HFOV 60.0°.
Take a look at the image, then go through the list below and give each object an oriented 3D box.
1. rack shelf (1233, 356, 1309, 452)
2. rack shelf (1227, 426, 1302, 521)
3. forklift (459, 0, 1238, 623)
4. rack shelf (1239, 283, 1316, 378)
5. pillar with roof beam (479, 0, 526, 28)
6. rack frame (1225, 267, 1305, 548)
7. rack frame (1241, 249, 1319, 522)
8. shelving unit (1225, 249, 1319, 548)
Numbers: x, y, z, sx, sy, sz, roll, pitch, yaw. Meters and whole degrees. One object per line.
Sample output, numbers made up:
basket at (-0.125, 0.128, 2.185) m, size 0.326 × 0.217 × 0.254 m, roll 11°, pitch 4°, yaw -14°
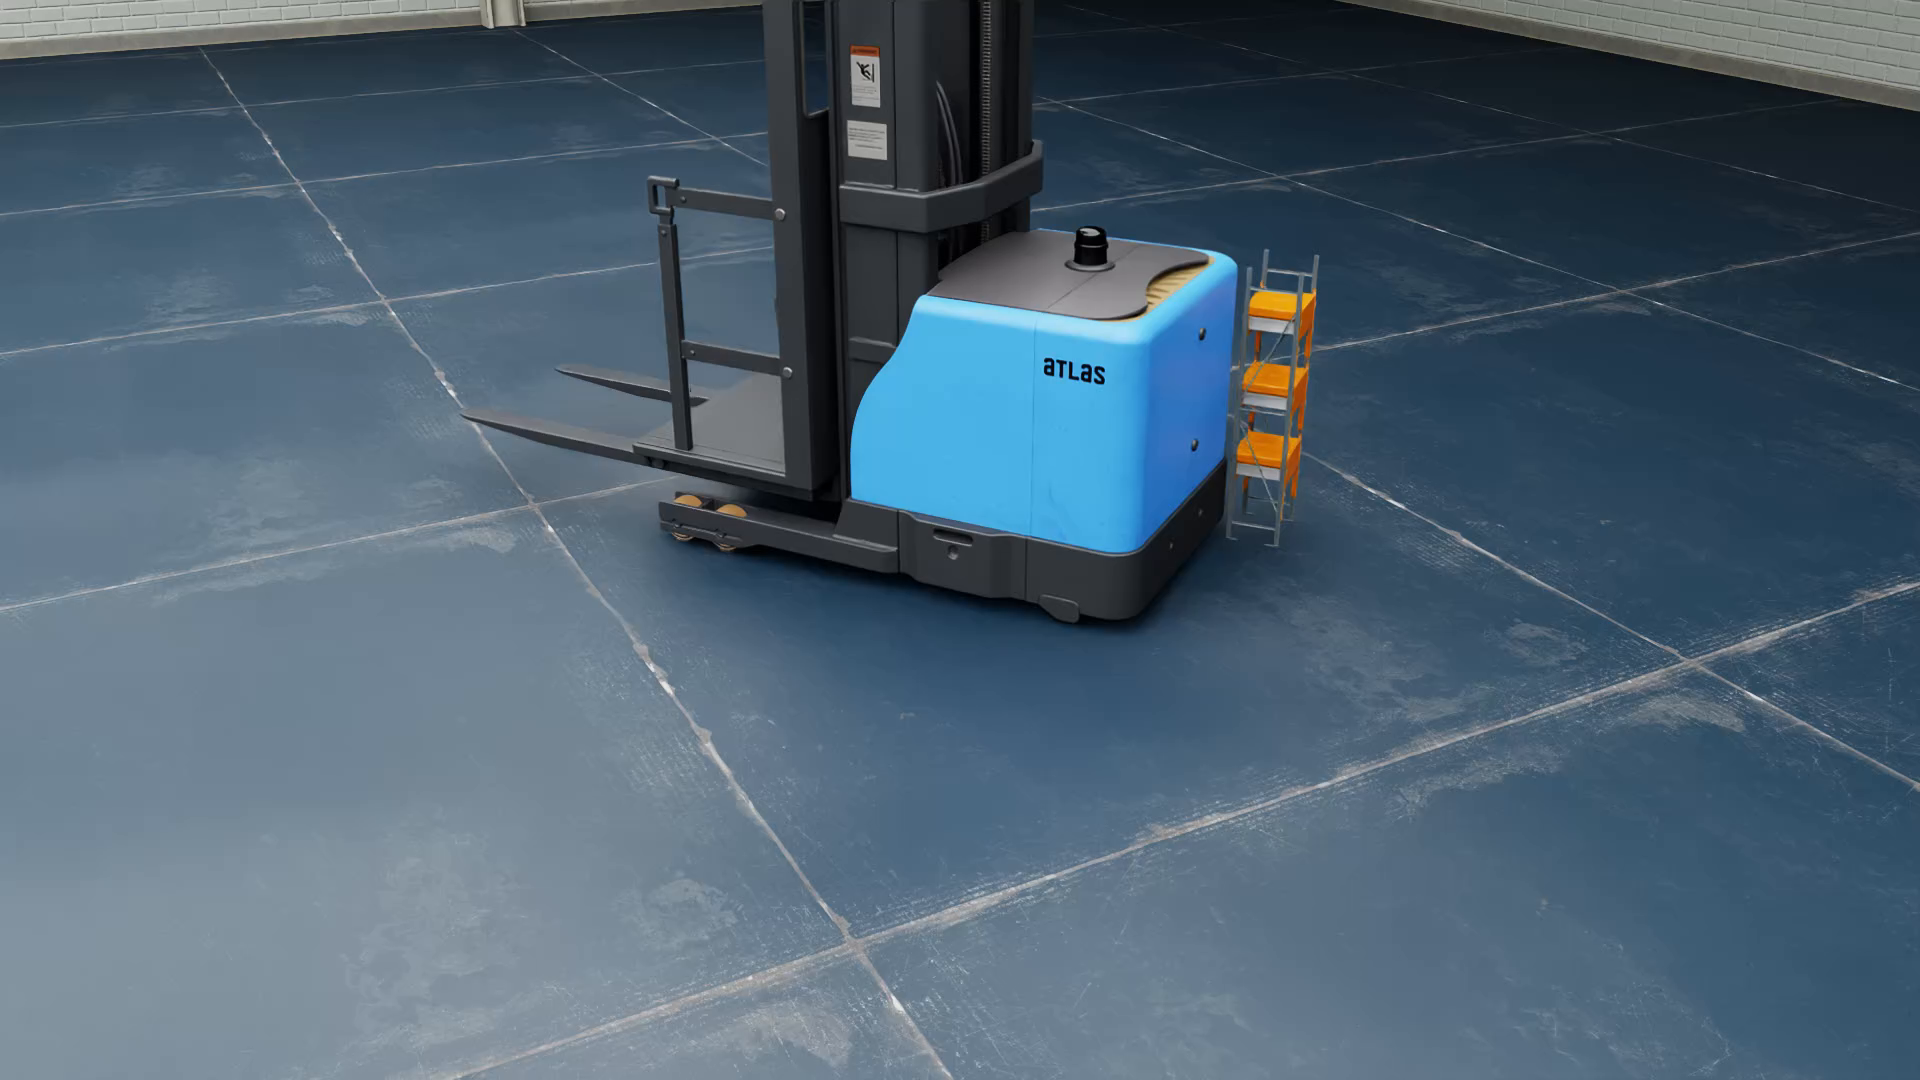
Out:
rack shelf at (1.141, -0.500, 6.103) m, size 0.215 × 0.259 × 0.240 m, roll 11°, pitch 28°, yaw 20°
rack shelf at (1.140, -0.250, 6.223) m, size 0.215 × 0.259 × 0.240 m, roll 11°, pitch 28°, yaw 20°
forklift at (-0.555, -1.472, 5.930) m, size 3.031 × 2.935 × 1.130 m, roll 12°, pitch 28°, yaw 24°
rack shelf at (1.142, -0.756, 5.979) m, size 0.215 × 0.259 × 0.240 m, roll 11°, pitch 28°, yaw 20°
pillar with roof beam at (-2.802, -7.865, 12.235) m, size 0.400 × 9.000 × 9.100 m, roll -13°, pitch 29°, yaw -25°
rack frame at (1.094, -0.461, 5.997) m, size 0.200 × 1.050 × 0.008 m, roll 11°, pitch 28°, yaw 20°
rack frame at (1.188, -0.559, 6.199) m, size 0.200 × 1.050 × 0.008 m, roll 11°, pitch 28°, yaw 20°
shelving unit at (1.141, -0.510, 6.098) m, size 0.215 × 1.050 × 0.252 m, roll 11°, pitch 28°, yaw 20°
